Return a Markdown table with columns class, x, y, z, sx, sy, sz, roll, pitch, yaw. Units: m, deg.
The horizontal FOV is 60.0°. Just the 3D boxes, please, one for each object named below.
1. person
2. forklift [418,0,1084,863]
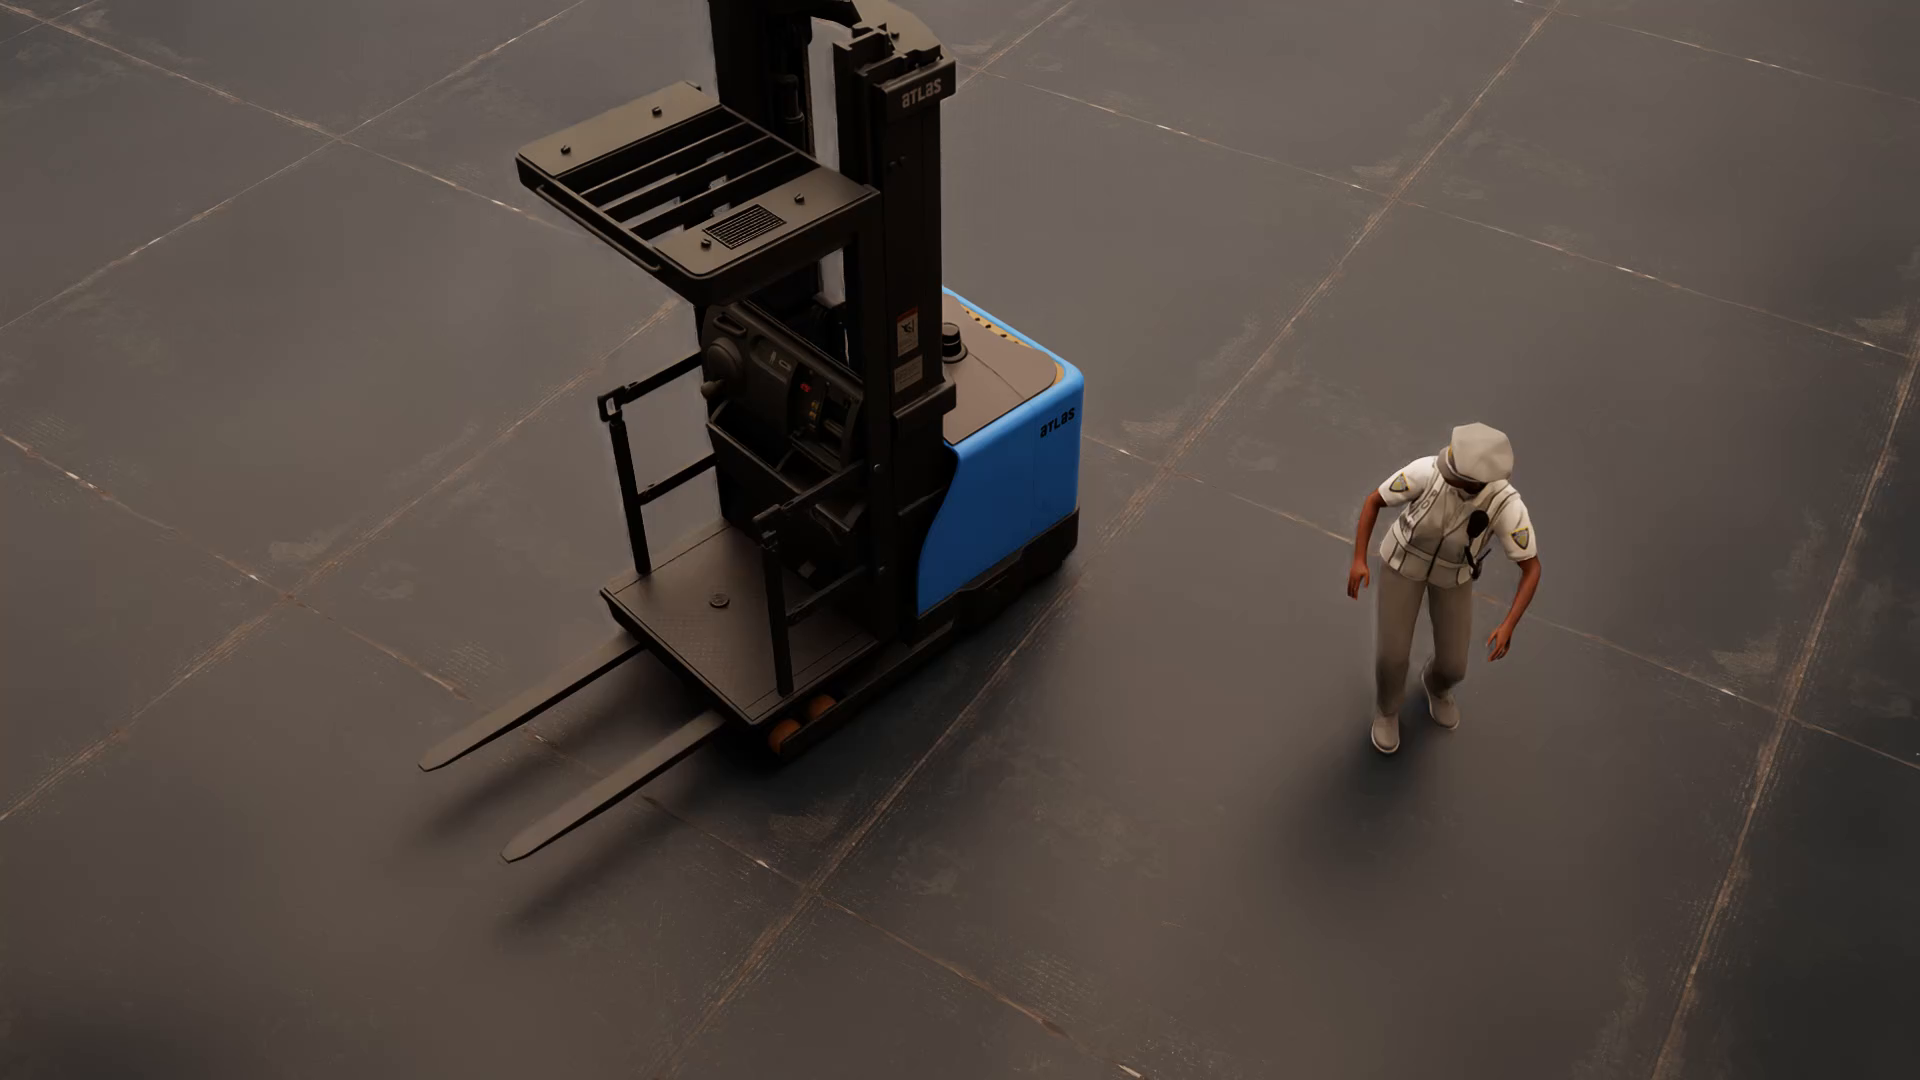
| class | x | y | z | sx | sy | sz | roll | pitch | yaw |
| --- | --- | --- | --- | --- | --- | --- | --- | --- | --- |
| person | 1.888 | 0.227 | 6.600 | 0.700 | 1.612 | 0.669 | 10 | 44 | 10 |
| forklift | -0.861 | -0.552 | 6.431 | 3.031 | 2.935 | 1.130 | -33 | 53 | -30 |
